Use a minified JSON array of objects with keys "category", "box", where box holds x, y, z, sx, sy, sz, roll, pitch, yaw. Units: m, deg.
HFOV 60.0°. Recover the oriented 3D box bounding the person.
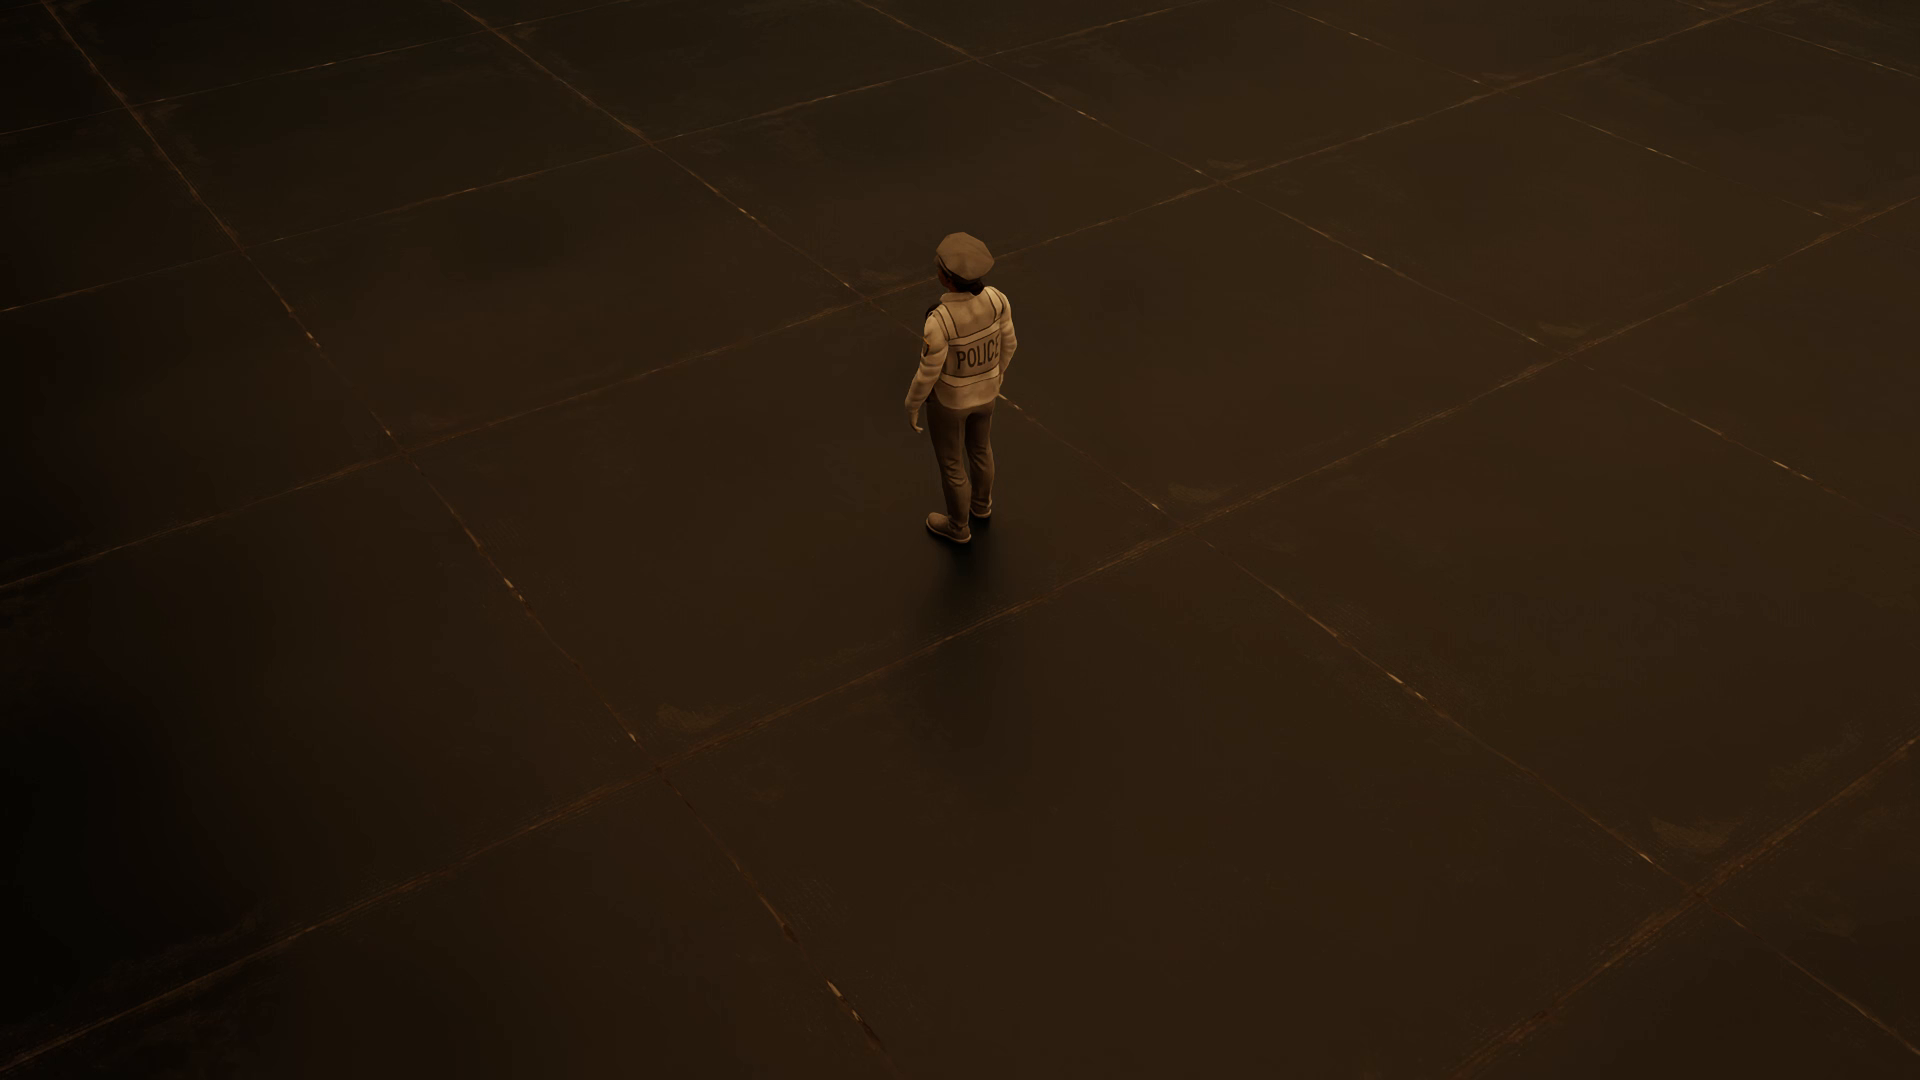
[{"category":"person","box":[-0.034,-0.723,7.950,0.586,1.694,0.530,-23,42,-28]}]
